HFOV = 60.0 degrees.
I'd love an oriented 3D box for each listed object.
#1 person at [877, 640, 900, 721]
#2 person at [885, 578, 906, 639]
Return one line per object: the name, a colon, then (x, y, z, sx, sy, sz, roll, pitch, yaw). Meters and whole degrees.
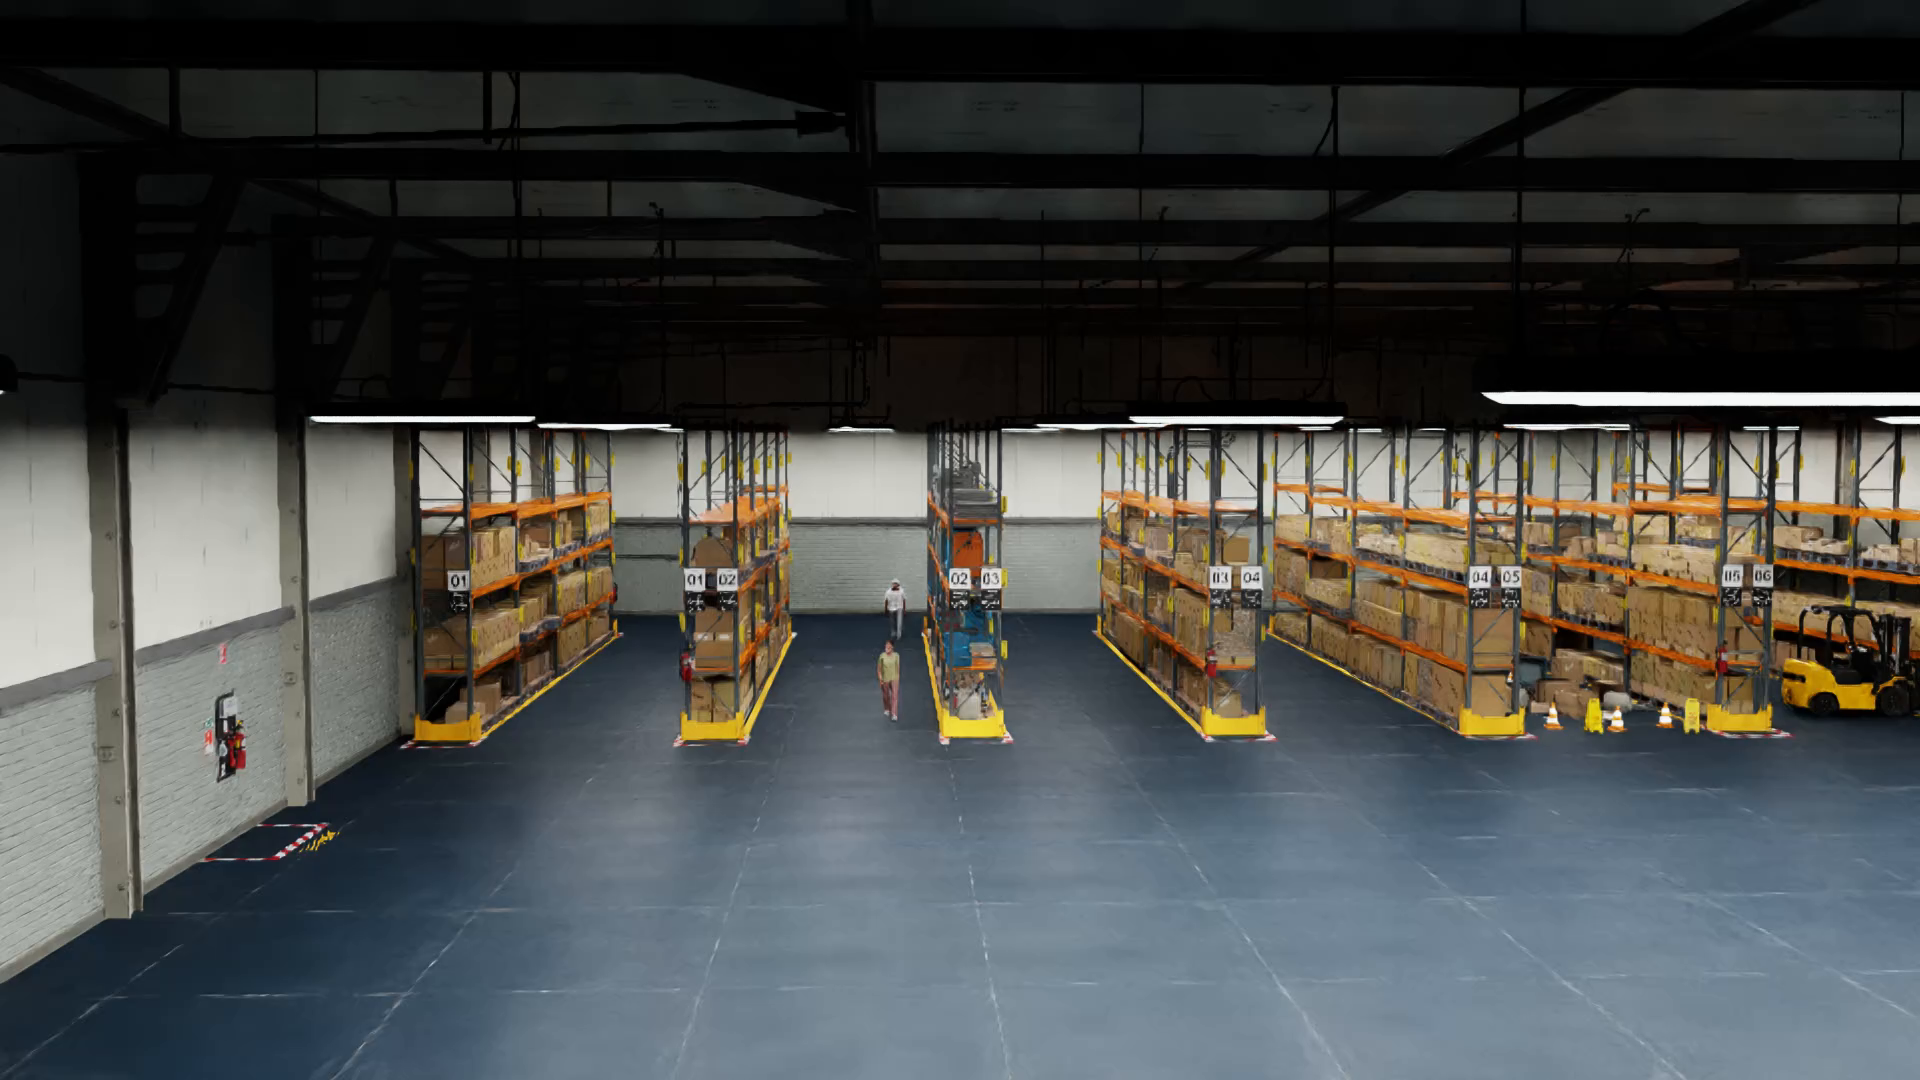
person: (-1.430, 2.778, 33.302, 0.448, 1.590, 1.110, 0, 4, 0)
person: (-1.807, 1.900, 46.403, 0.577, 1.687, 1.121, 0, 4, 0)
